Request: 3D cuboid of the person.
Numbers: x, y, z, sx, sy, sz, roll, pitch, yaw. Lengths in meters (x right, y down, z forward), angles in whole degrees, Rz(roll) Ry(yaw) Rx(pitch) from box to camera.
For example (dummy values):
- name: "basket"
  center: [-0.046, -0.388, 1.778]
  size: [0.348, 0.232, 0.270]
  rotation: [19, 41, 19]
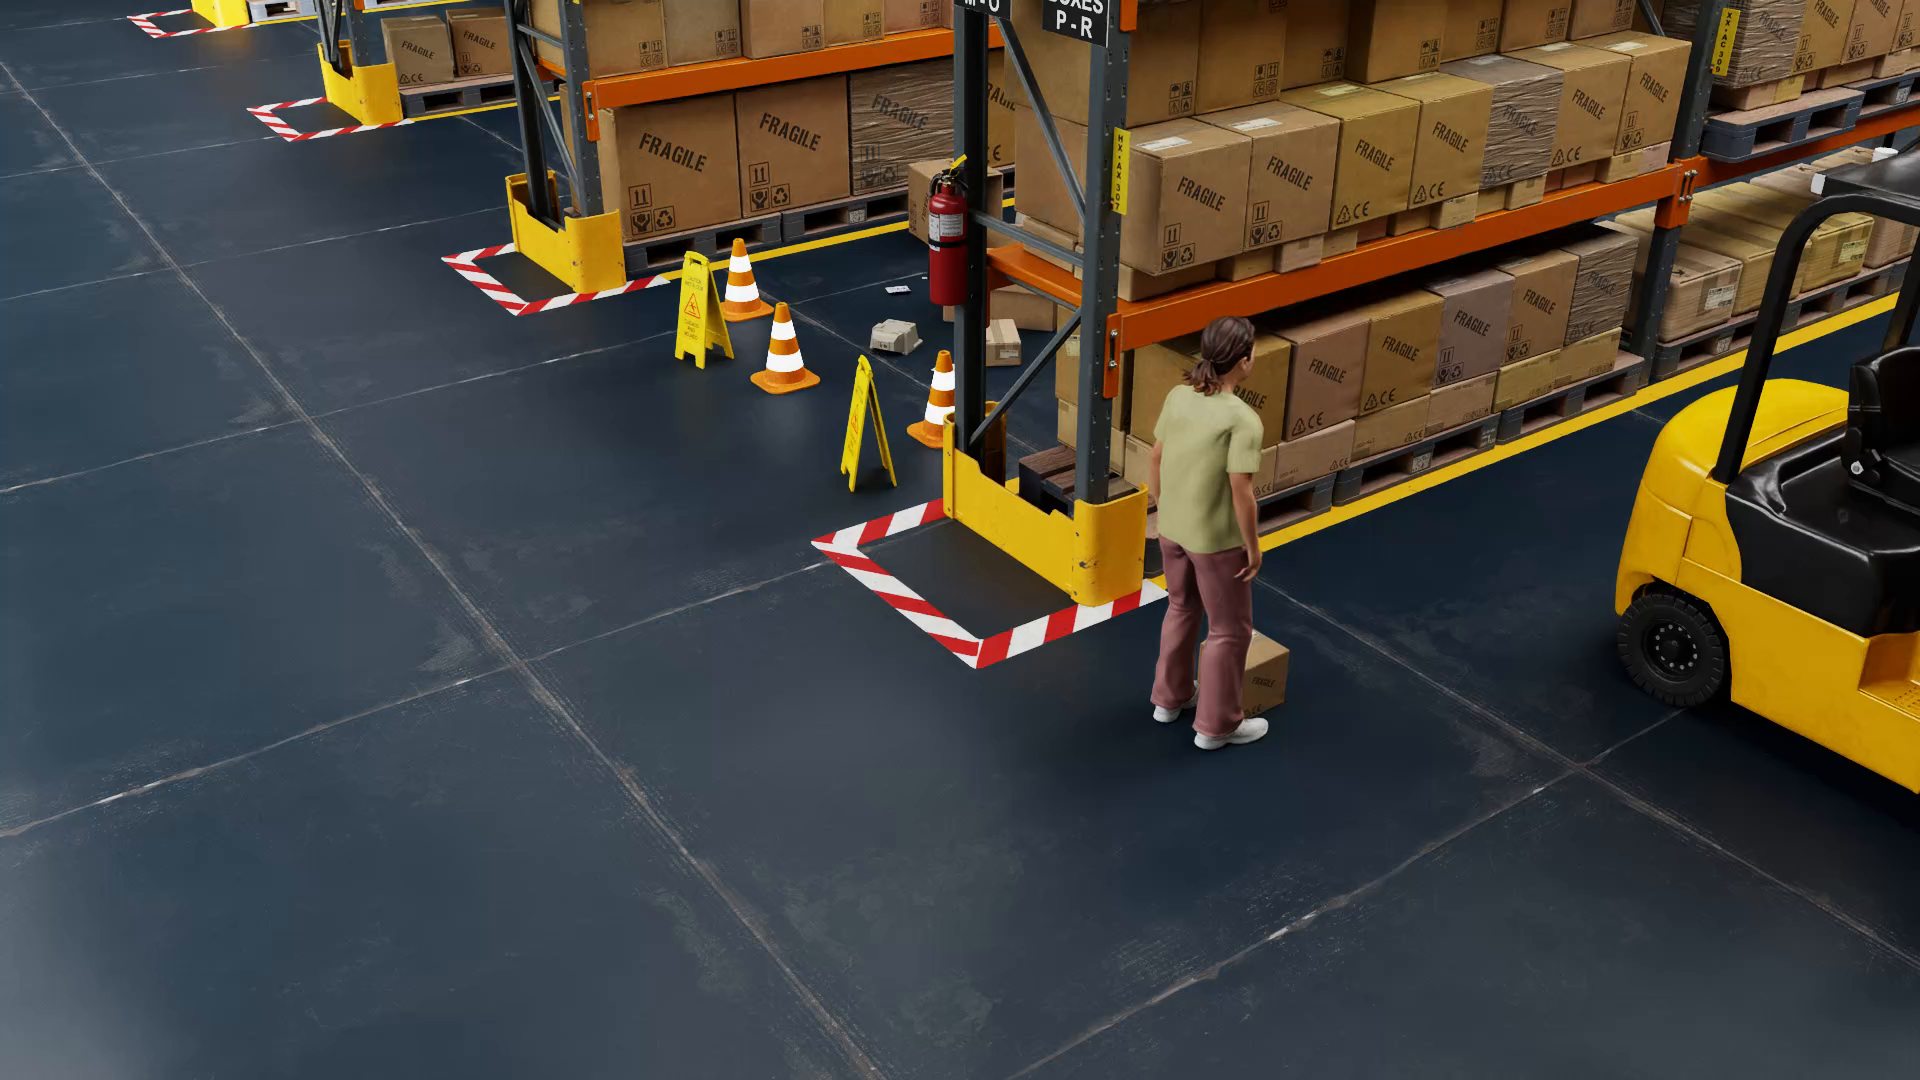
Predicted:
- name: "person"
  center: [0.925, -0.020, 6.167]
  size: [0.359, 1.667, 0.516]
  rotation: [-21, 35, -33]
